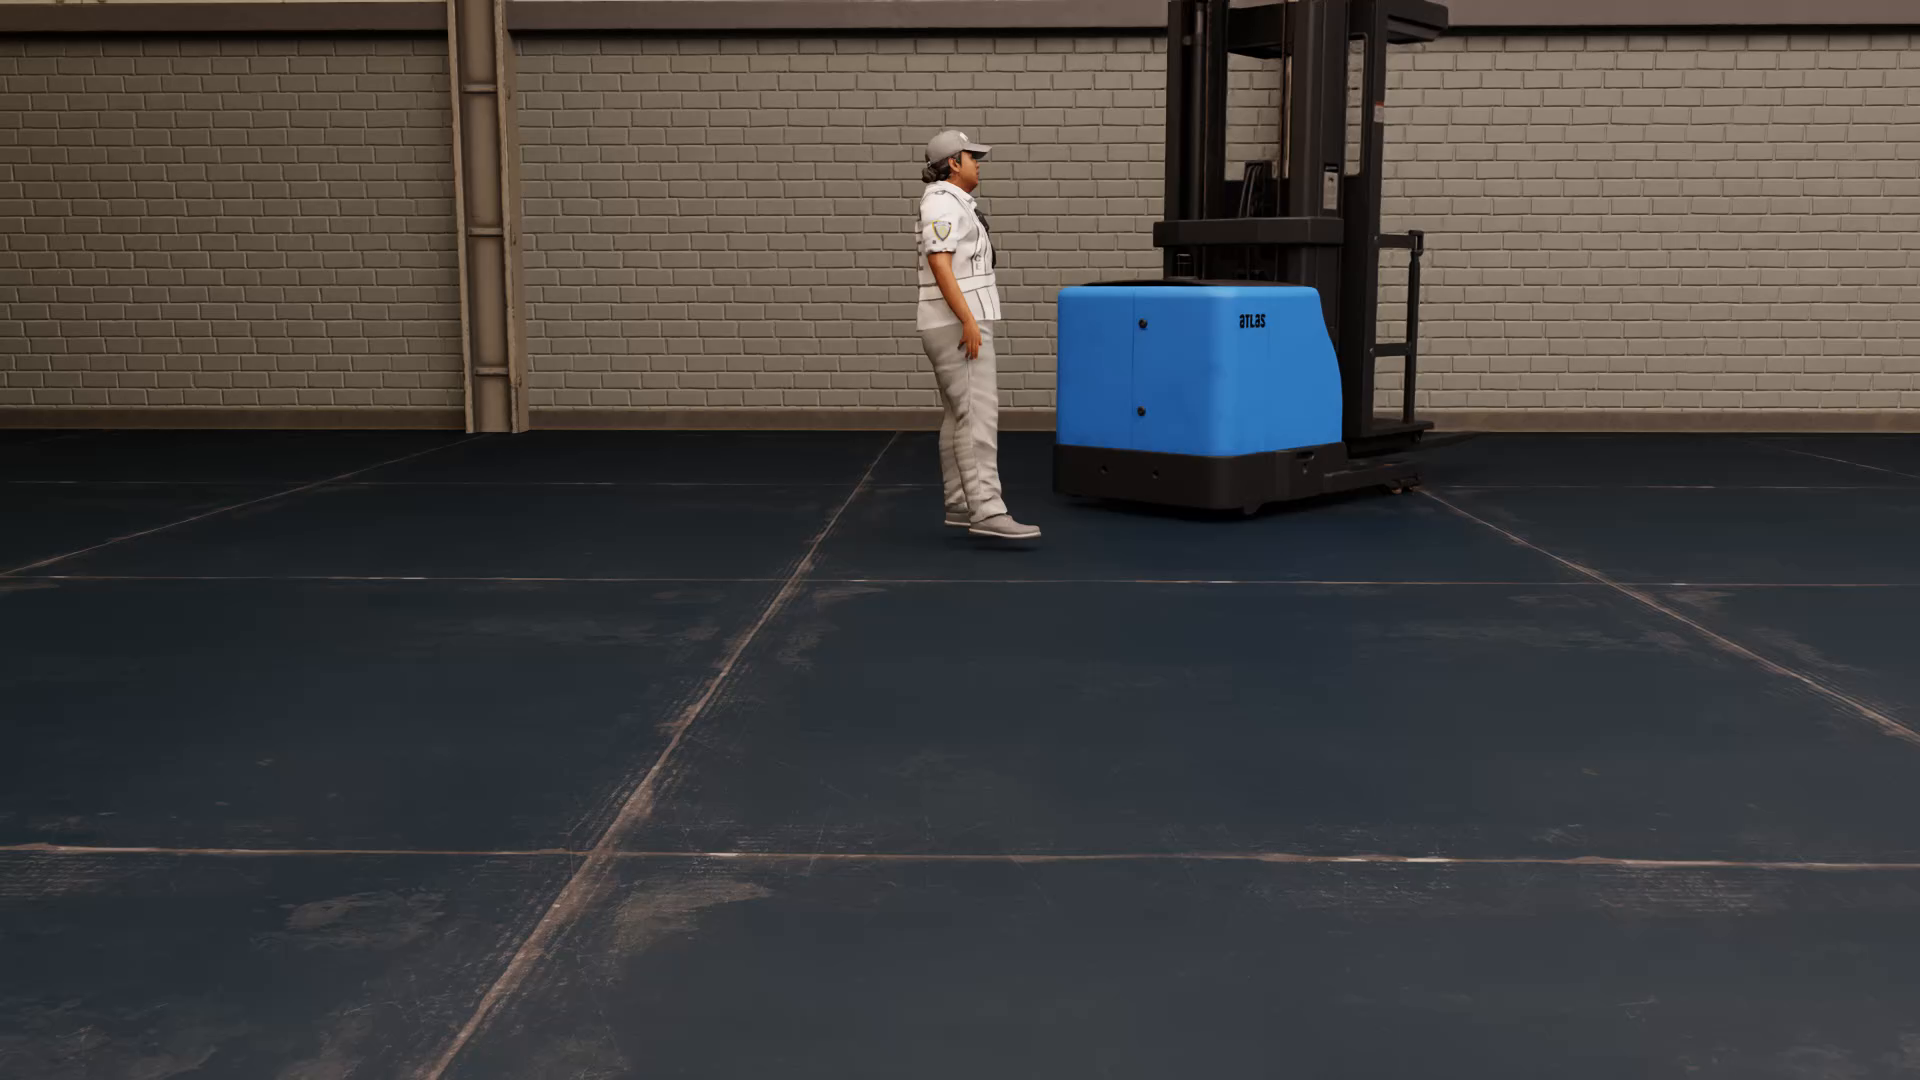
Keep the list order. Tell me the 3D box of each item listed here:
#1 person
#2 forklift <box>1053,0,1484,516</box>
[{"bbox_3d":[0.076,-0.867,6.970,0.529,1.669,0.599,0,9,1],"label":"person"},{"bbox_3d":[1.826,-1.731,8.755,1.130,2.935,3.031,8,12,42],"label":"forklift"}]
